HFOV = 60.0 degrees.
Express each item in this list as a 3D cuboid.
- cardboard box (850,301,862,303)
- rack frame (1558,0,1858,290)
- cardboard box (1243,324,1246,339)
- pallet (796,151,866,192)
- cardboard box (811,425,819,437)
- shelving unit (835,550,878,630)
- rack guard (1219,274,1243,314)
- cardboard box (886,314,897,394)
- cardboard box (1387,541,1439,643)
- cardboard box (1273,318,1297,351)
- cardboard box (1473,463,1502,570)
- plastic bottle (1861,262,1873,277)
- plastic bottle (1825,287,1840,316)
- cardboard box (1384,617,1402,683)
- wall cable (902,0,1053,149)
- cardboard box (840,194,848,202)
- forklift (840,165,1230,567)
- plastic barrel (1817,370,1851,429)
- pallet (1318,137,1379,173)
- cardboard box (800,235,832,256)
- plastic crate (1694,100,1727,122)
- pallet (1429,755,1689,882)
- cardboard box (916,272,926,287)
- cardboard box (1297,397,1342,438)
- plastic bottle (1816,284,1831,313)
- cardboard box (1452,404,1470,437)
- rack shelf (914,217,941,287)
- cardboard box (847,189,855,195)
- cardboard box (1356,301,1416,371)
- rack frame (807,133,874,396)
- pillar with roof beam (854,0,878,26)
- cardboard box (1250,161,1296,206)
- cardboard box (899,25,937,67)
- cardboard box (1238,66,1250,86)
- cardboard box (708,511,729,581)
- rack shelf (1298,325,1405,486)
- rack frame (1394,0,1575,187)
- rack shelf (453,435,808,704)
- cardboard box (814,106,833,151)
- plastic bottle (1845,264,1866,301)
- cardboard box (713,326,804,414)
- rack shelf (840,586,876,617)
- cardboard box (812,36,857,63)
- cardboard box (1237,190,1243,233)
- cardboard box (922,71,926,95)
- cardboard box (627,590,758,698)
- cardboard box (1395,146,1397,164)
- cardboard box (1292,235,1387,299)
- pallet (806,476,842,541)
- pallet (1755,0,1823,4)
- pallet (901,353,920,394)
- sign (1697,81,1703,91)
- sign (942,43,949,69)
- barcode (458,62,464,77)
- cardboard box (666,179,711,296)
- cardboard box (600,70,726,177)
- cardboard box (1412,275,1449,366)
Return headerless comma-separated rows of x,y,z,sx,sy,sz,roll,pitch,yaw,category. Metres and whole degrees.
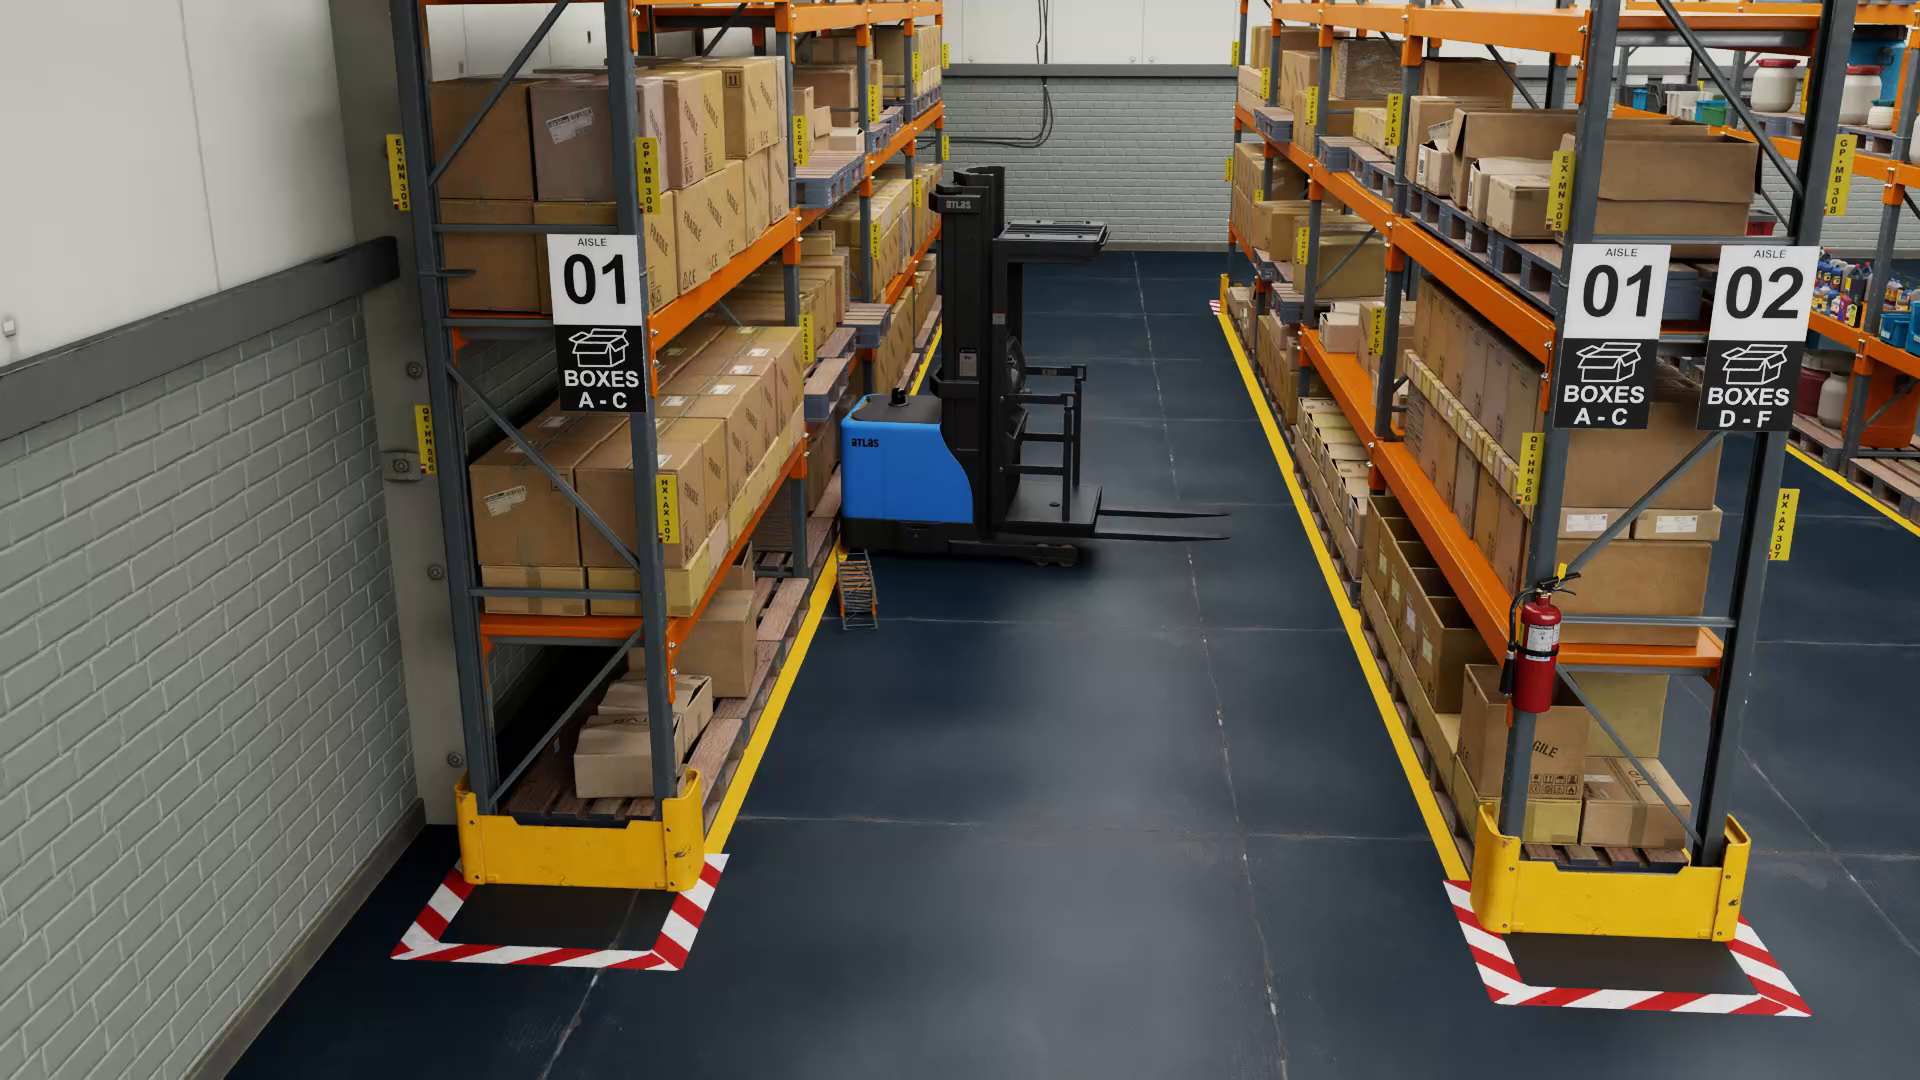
-1.061,-2.214,15.733,0.380,0.149,0.250,1,18,3,cardboard box
3.052,-2.483,6.550,1.000,3.000,0.127,1,18,4,rack frame
3.637,-2.515,20.152,0.380,0.149,0.250,1,18,4,cardboard box
-1.381,-2.832,12.732,1.213,0.211,1.003,1,18,4,pallet
-1.451,-1.044,13.895,0.500,0.250,0.500,1,18,4,cardboard box
-0.756,0.349,12.044,0.258,0.189,1.200,-2,18,-6,shelving unit
4.193,-3.390,22.966,1.175,0.500,0.348,1,18,4,rack guard
-1.063,-1.902,17.188,0.750,0.750,0.750,1,18,4,cardboard box
2.921,0.324,10.155,0.500,0.500,0.500,1,18,4,cardboard box
3.527,-2.126,17.197,0.500,0.250,0.500,1,18,3,cardboard box
3.172,-0.142,8.878,0.700,0.500,0.500,1,18,4,cardboard box
9.034,-2.589,16.587,0.144,0.351,0.185,1,18,4,plastic bottle
8.226,-2.247,15.669,0.097,0.271,0.097,0,18,0,plastic bottle
2.921,0.680,10.272,0.500,0.250,0.500,1,18,4,cardboard box
0.019,-7.835,27.869,3.097,2.526,0.112,1,18,4,wall cable
-1.426,-3.406,17.126,0.500,0.250,0.500,1,18,3,cardboard box
0.618,-1.365,12.881,3.031,2.935,1.130,3,18,8,forklift
8.535,-1.352,16.054,0.421,0.512,0.421,0,18,0,plastic barrel
3.666,-3.240,13.980,1.213,0.211,1.003,2,18,6,pallet
-1.319,-2.583,14.580,0.380,0.149,0.250,-2,18,-5,cardboard box
8.599,-4.883,18.961,0.416,0.233,0.300,1,18,4,plastic crate
3.065,1.454,8.646,1.003,0.211,1.213,1,18,4,pallet
-0.630,-3.283,20.923,0.380,0.149,0.250,1,18,2,cardboard box
3.295,-1.120,14.866,0.500,0.311,0.500,2,18,6,cardboard box
8.240,-2.307,15.854,0.097,0.271,0.097,0,18,0,plastic bottle
3.018,-0.670,9.449,0.380,0.149,0.250,1,18,3,cardboard box
-0.886,-3.748,21.200,1.077,0.370,4.000,1,18,4,rack shelf
-1.384,-3.568,17.620,0.500,0.250,0.500,1,18,2,cardboard box
3.521,-1.643,13.459,0.500,0.500,0.500,0,18,1,cardboard box
-1.316,-2.226,15.400,1.000,3.000,0.127,1,18,4,rack frame
2.882,-8.324,24.374,9.100,9.000,0.400,1,18,4,pillar with roof beam
3.724,-4.204,19.669,0.500,0.500,0.500,1,18,3,cardboard box
-0.570,-6.280,21.156,0.500,0.500,0.500,2,18,6,cardboard box
3.902,-6.040,21.658,0.500,0.250,0.500,1,18,4,cardboard box
-1.515,0.014,8.772,0.500,0.250,0.500,1,18,2,cardboard box
3.482,-1.154,13.283,1.077,0.370,4.000,1,18,4,rack shelf
3.338,-3.726,10.341,1.000,3.000,0.127,1,18,4,rack frame
-1.746,-0.021,9.825,1.077,0.370,4.000,1,18,4,rack shelf
-1.501,-3.310,13.692,0.797,0.503,0.637,4,19,12,cardboard box
8.872,-2.551,16.470,0.144,0.351,0.185,1,18,4,plastic bottle
-1.328,-1.125,11.043,0.500,0.500,0.500,1,18,4,cardboard box
-0.723,0.435,11.775,0.258,0.180,0.103,-2,18,-6,rack shelf
-1.248,-5.065,17.175,0.500,0.250,0.500,1,18,2,cardboard box
3.833,-4.201,21.266,0.500,0.500,0.500,1,18,4,cardboard box
-0.666,-5.437,19.786,0.500,0.250,0.500,1,18,3,cardboard box
-1.607,0.620,10.020,0.700,0.500,0.500,0,18,0,cardboard box
3.429,-2.790,11.870,0.500,0.250,0.500,0,18,-1,cardboard box
3.558,-2.562,15.590,0.700,0.500,0.500,-5,19,-15,cardboard box
-1.464,-0.281,13.941,1.003,0.211,1.213,1,18,4,pallet
8.824,-5.561,16.888,1.003,0.211,1.213,1,18,4,pallet
-1.009,-1.902,18.890,1.003,0.211,1.213,1,18,4,pallet
9.689,-5.858,21.835,0.100,0.325,0.005,1,18,4,sign
-0.202,-6.503,22.340,0.100,0.325,0.005,1,18,4,sign
-2.337,-2.207,7.793,0.001,0.075,0.075,1,18,4,barcode
-1.542,-1.489,8.139,0.500,0.500,0.500,2,18,8,cardboard box
-1.508,-2.128,8.483,0.500,0.500,0.500,2,18,5,cardboard box
3.313,-1.401,10.637,0.700,0.500,0.500,1,18,4,cardboard box
